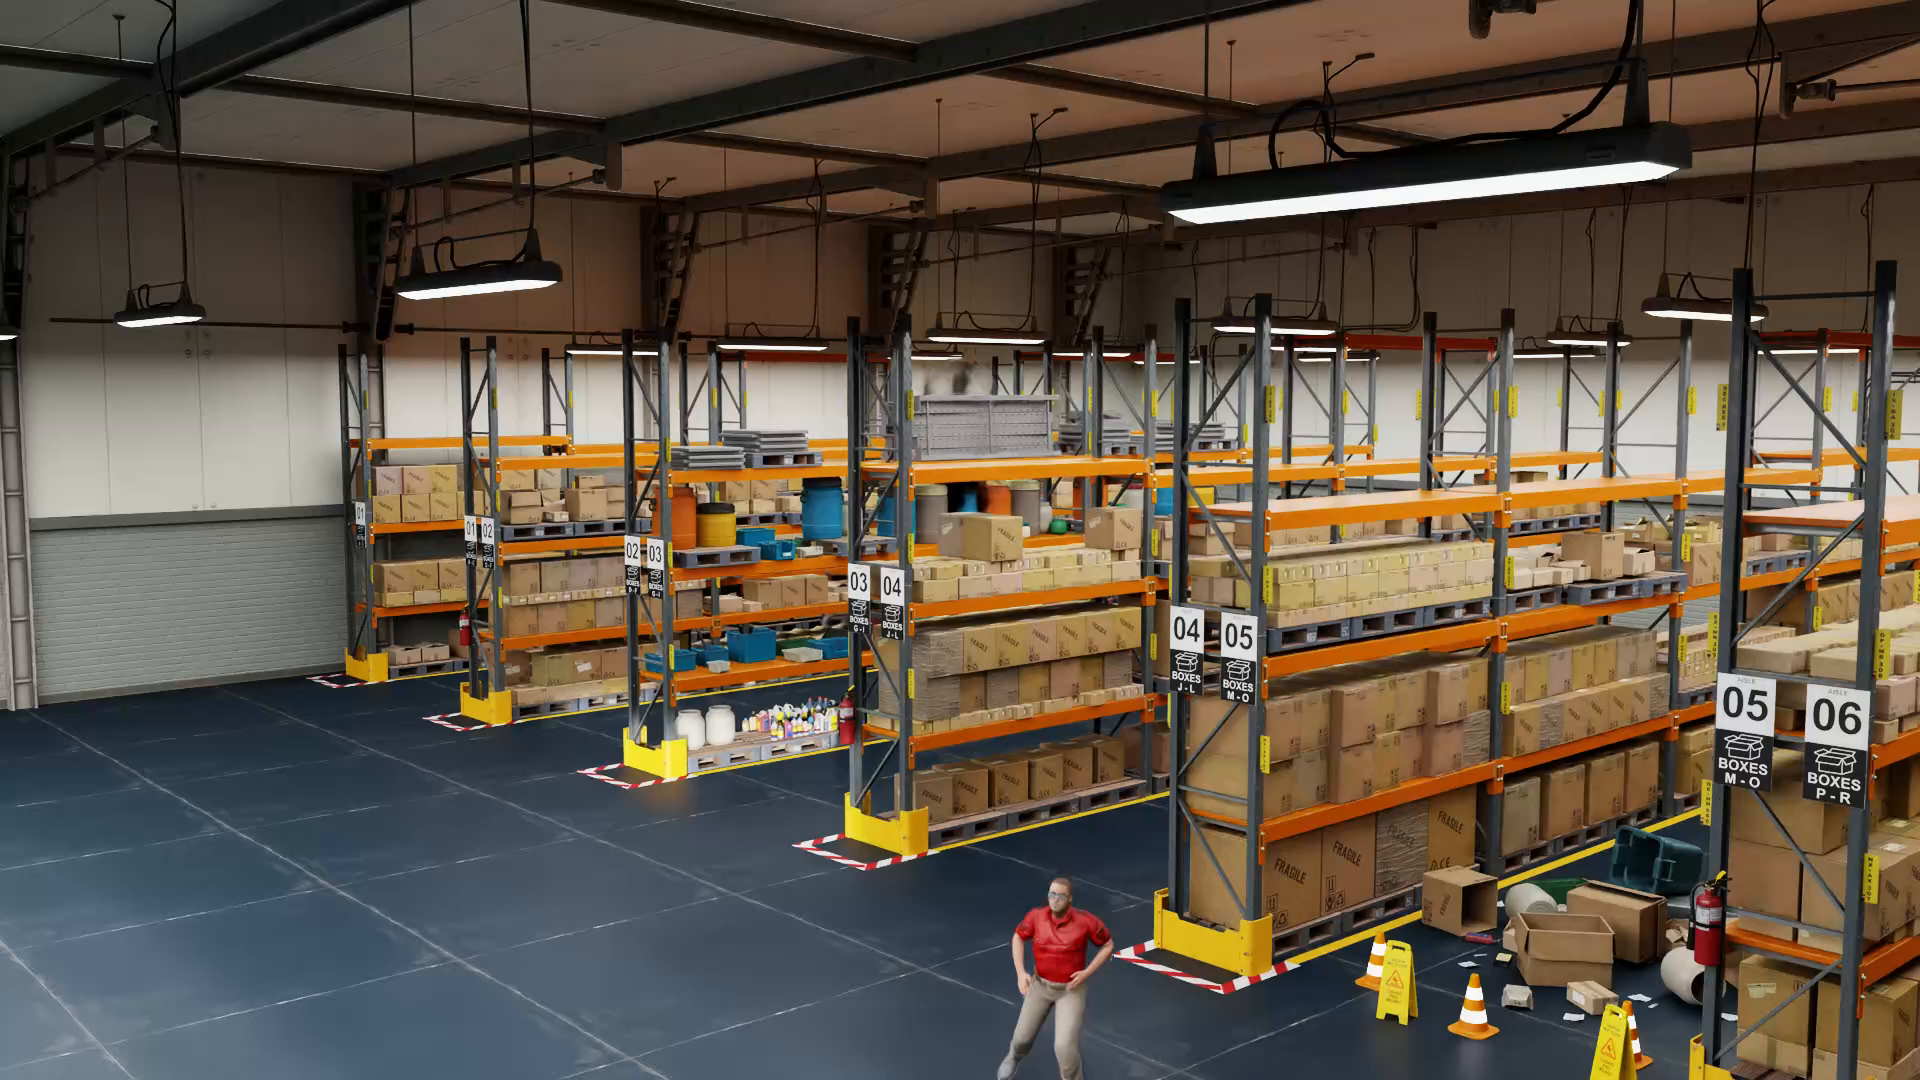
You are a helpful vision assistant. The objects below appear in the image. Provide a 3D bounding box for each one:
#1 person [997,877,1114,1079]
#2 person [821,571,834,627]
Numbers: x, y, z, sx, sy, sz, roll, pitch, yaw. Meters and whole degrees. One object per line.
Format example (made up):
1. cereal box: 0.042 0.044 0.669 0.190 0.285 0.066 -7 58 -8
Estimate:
1. person: 0.664 3.273 12.037 0.897 1.737 0.735 1 5 16
2. person: -2.608 1.409 32.825 0.825 1.622 0.530 -5 7 -44
